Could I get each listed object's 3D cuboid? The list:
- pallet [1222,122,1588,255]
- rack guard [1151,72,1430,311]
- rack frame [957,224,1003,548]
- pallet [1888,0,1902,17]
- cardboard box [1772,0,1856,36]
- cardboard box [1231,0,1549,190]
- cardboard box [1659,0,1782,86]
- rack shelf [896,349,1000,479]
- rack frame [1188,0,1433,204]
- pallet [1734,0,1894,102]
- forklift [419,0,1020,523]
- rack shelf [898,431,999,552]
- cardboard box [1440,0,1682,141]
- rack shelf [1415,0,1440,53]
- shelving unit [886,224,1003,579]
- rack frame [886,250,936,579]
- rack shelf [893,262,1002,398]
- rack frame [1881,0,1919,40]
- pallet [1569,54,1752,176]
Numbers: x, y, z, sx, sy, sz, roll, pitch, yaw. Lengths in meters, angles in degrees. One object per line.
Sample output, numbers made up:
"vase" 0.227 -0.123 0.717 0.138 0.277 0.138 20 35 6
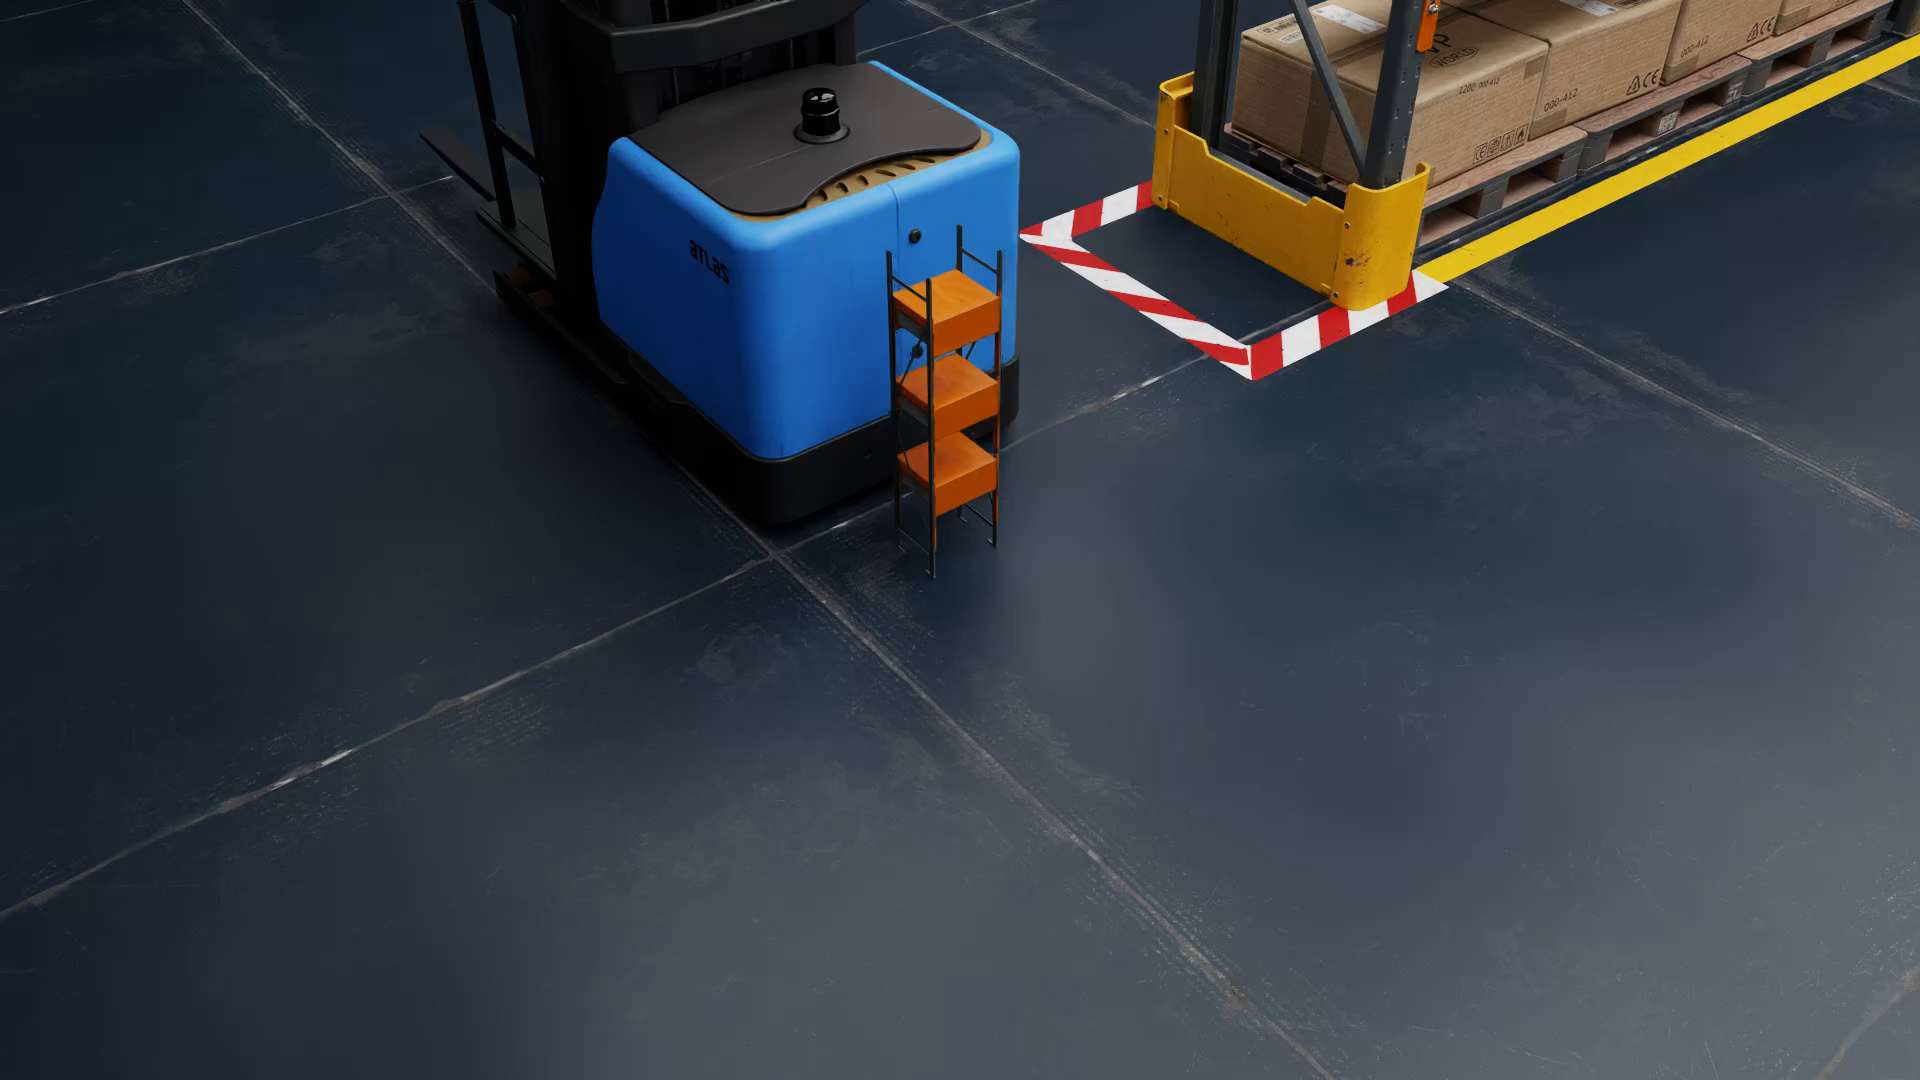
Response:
"pallet" 1.874 -1.650 7.096 1.213 0.211 1.003 -26 46 -28
"rack guard" 1.269 -1.405 6.568 0.348 0.500 1.175 -26 46 -28
"rack frame" 0.054 -0.432 4.949 0.008 1.050 0.200 -26 46 -28
"pallet" 5.026 -3.184 8.965 1.213 0.211 1.003 -26 46 -28
"cardboard box" 3.897 -2.909 8.120 0.875 0.438 0.875 -27 46 -29
"cardboard box" 1.751 -1.857 6.838 0.875 0.438 0.875 -28 47 -29
"cardboard box" 3.187 -2.563 7.698 0.875 0.438 0.875 -27 47 -29
"rack shelf" -0.042 -0.377 4.899 0.240 0.259 0.215 -26 46 -28
"rack frame" 1.288 -2.380 5.786 0.127 3.000 1.000 -26 46 -28
"pallet" 3.809 -2.593 8.245 1.213 0.211 1.003 -26 46 -28
"forklift" -1.097 -2.066 5.458 1.130 2.935 3.031 -26 46 -28
"rack shelf" -0.042 -0.162 5.075 0.240 0.259 0.215 -26 46 -28
"cardboard box" 2.471 -2.215 7.274 0.875 0.438 0.875 -25 45 -27
"rack shelf" 2.874 -2.875 6.957 4.000 0.370 1.077 -26 46 -28
"shelving unit" -0.042 -0.385 4.892 0.252 1.050 0.215 -26 46 -28
"rack frame" -0.139 -0.338 4.834 0.008 1.050 0.200 -26 46 -28
"rack shelf" -0.042 -0.596 4.719 0.240 0.259 0.215 -26 46 -28
"rack frame" 4.460 -3.926 7.671 0.127 3.000 1.000 -26 46 -28
"pallet" 2.841 -2.119 7.667 1.213 0.211 1.003 -26 46 -28
